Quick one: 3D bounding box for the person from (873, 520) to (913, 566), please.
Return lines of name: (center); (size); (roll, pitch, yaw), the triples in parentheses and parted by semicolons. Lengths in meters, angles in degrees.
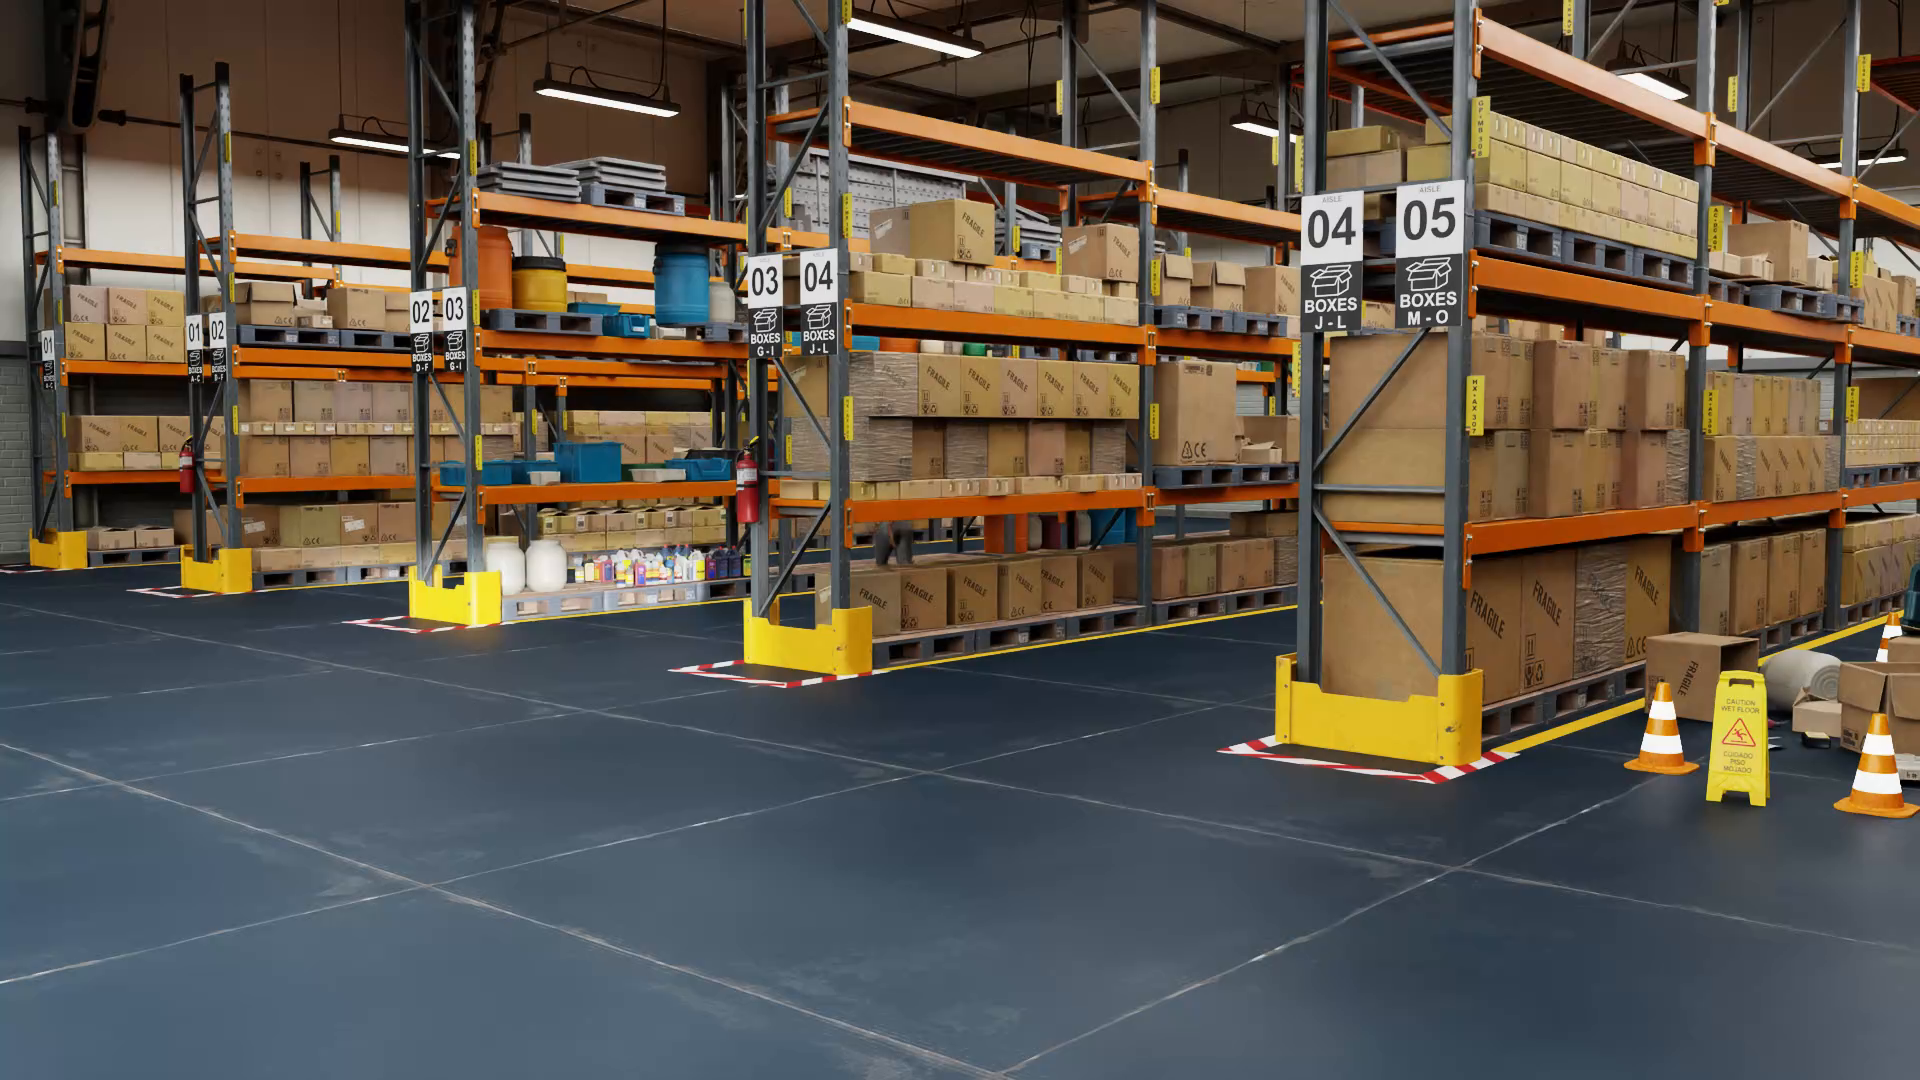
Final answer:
person: (-0.664, -0.090, 17.079); (0.435, 1.597, 0.985); (-2, 4, -33)
